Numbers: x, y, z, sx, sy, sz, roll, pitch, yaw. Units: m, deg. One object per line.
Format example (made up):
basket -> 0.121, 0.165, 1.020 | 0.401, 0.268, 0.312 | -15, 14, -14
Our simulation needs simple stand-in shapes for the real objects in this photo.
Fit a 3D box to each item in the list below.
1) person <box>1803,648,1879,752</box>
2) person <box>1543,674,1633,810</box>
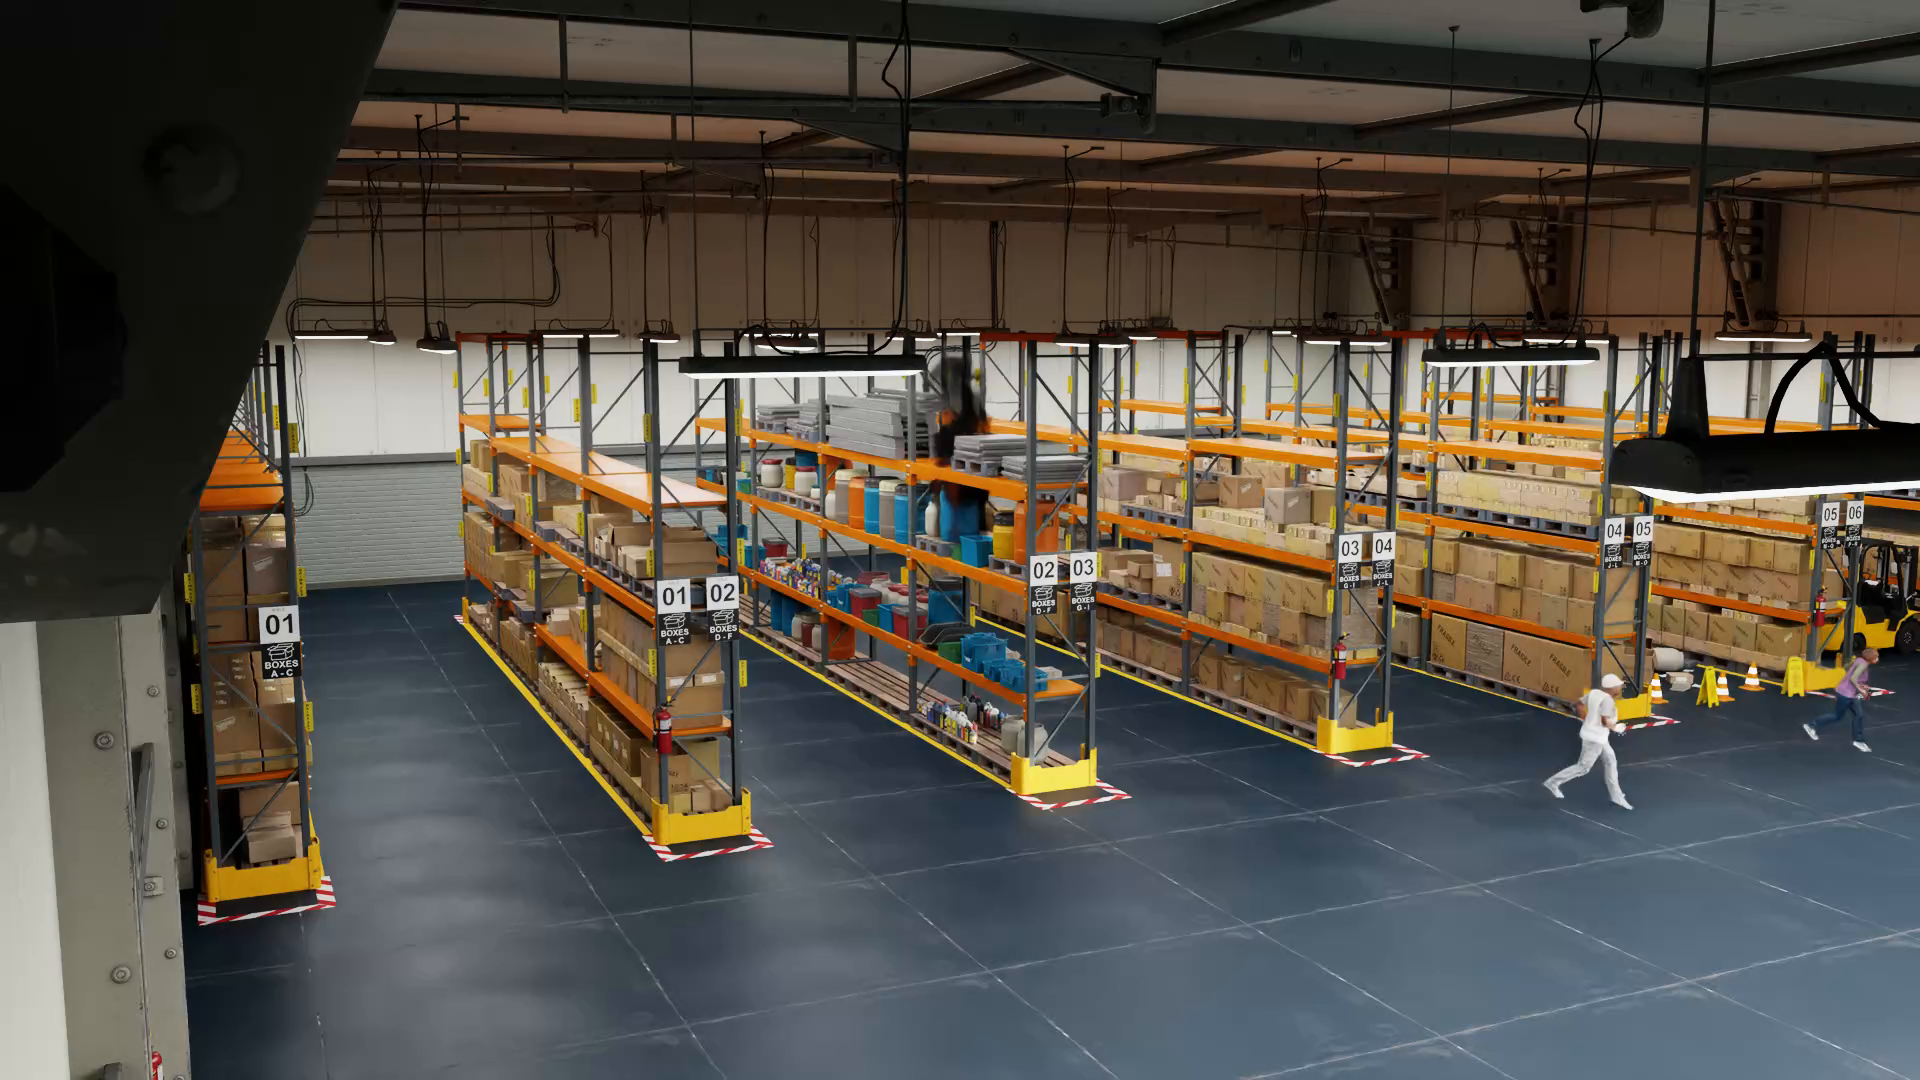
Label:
person -> 12.929, 2.318, 24.400 | 0.890, 1.547, 0.555 | 3, 8, 22
person -> 8.113, 2.593, 21.380 | 1.124, 1.776, 0.683 | 2, 8, 11
